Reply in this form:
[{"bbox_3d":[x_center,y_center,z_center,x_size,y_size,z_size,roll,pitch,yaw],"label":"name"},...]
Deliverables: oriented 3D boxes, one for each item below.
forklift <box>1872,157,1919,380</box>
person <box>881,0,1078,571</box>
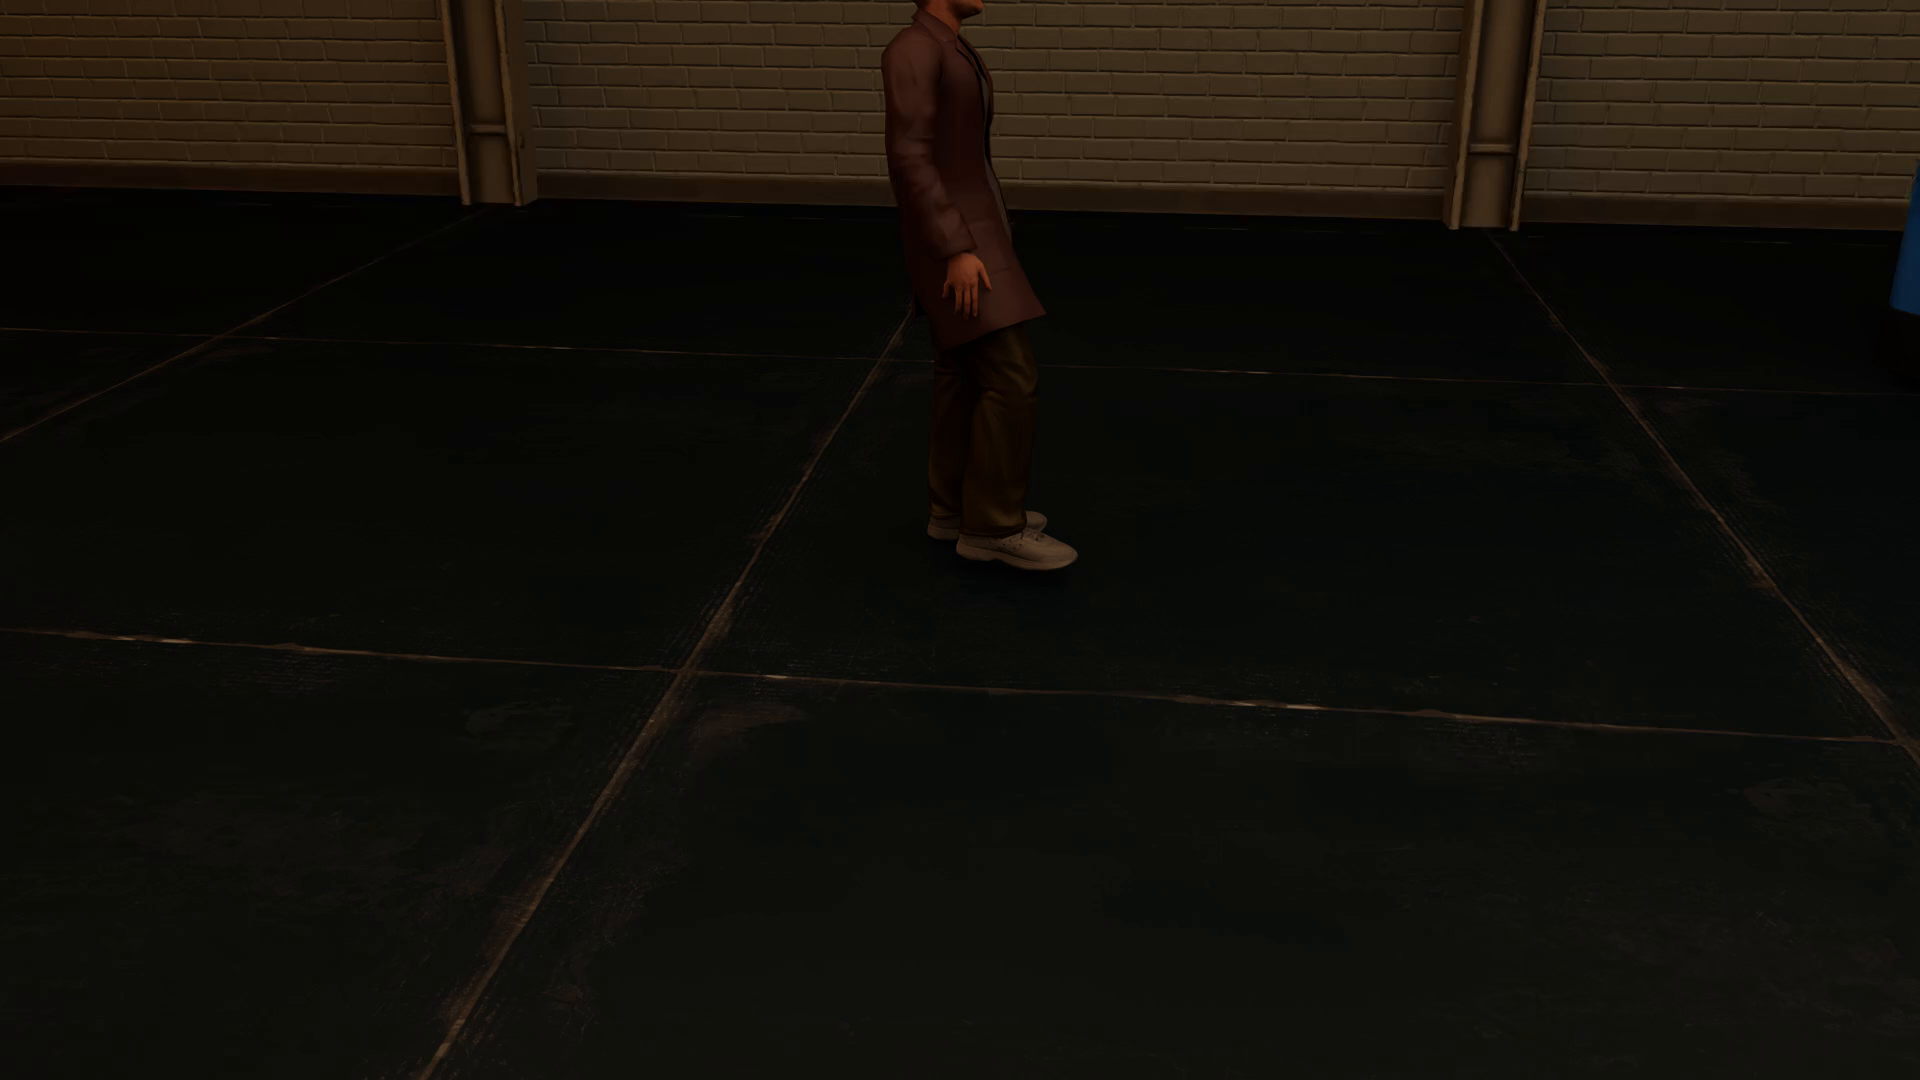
[{"bbox_3d":[5.284,-2.032,6.299,3.031,2.935,1.130,-8,23,-18],"label":"forklift"},{"bbox_3d":[0.090,-0.825,4.827,0.583,1.775,0.696,3,22,7],"label":"person"}]
